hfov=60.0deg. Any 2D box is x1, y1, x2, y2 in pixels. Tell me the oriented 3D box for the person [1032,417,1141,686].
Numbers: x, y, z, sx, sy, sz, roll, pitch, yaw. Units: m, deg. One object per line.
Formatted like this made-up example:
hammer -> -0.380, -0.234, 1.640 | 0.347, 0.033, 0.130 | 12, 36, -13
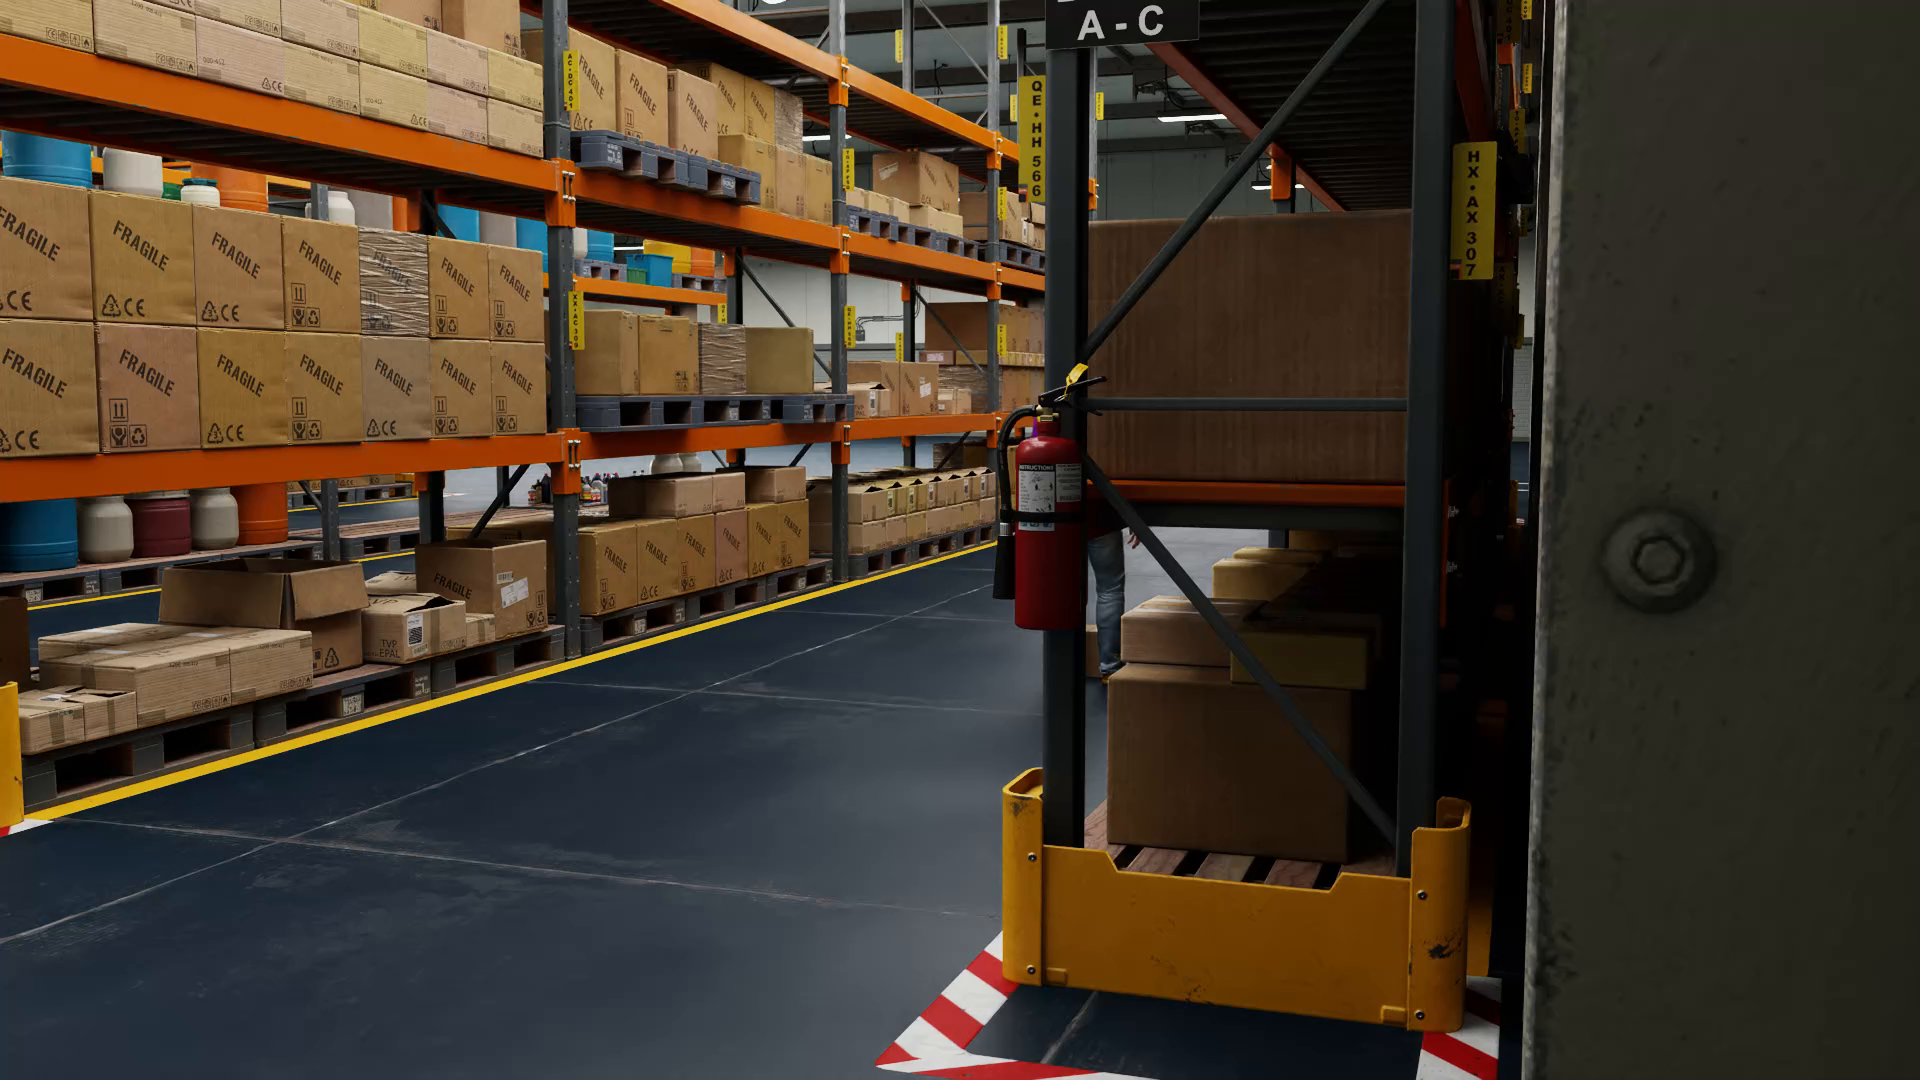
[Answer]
person -> 0.666, -0.126, 8.788 | 0.628, 1.761, 0.456 | 2, 5, 19
